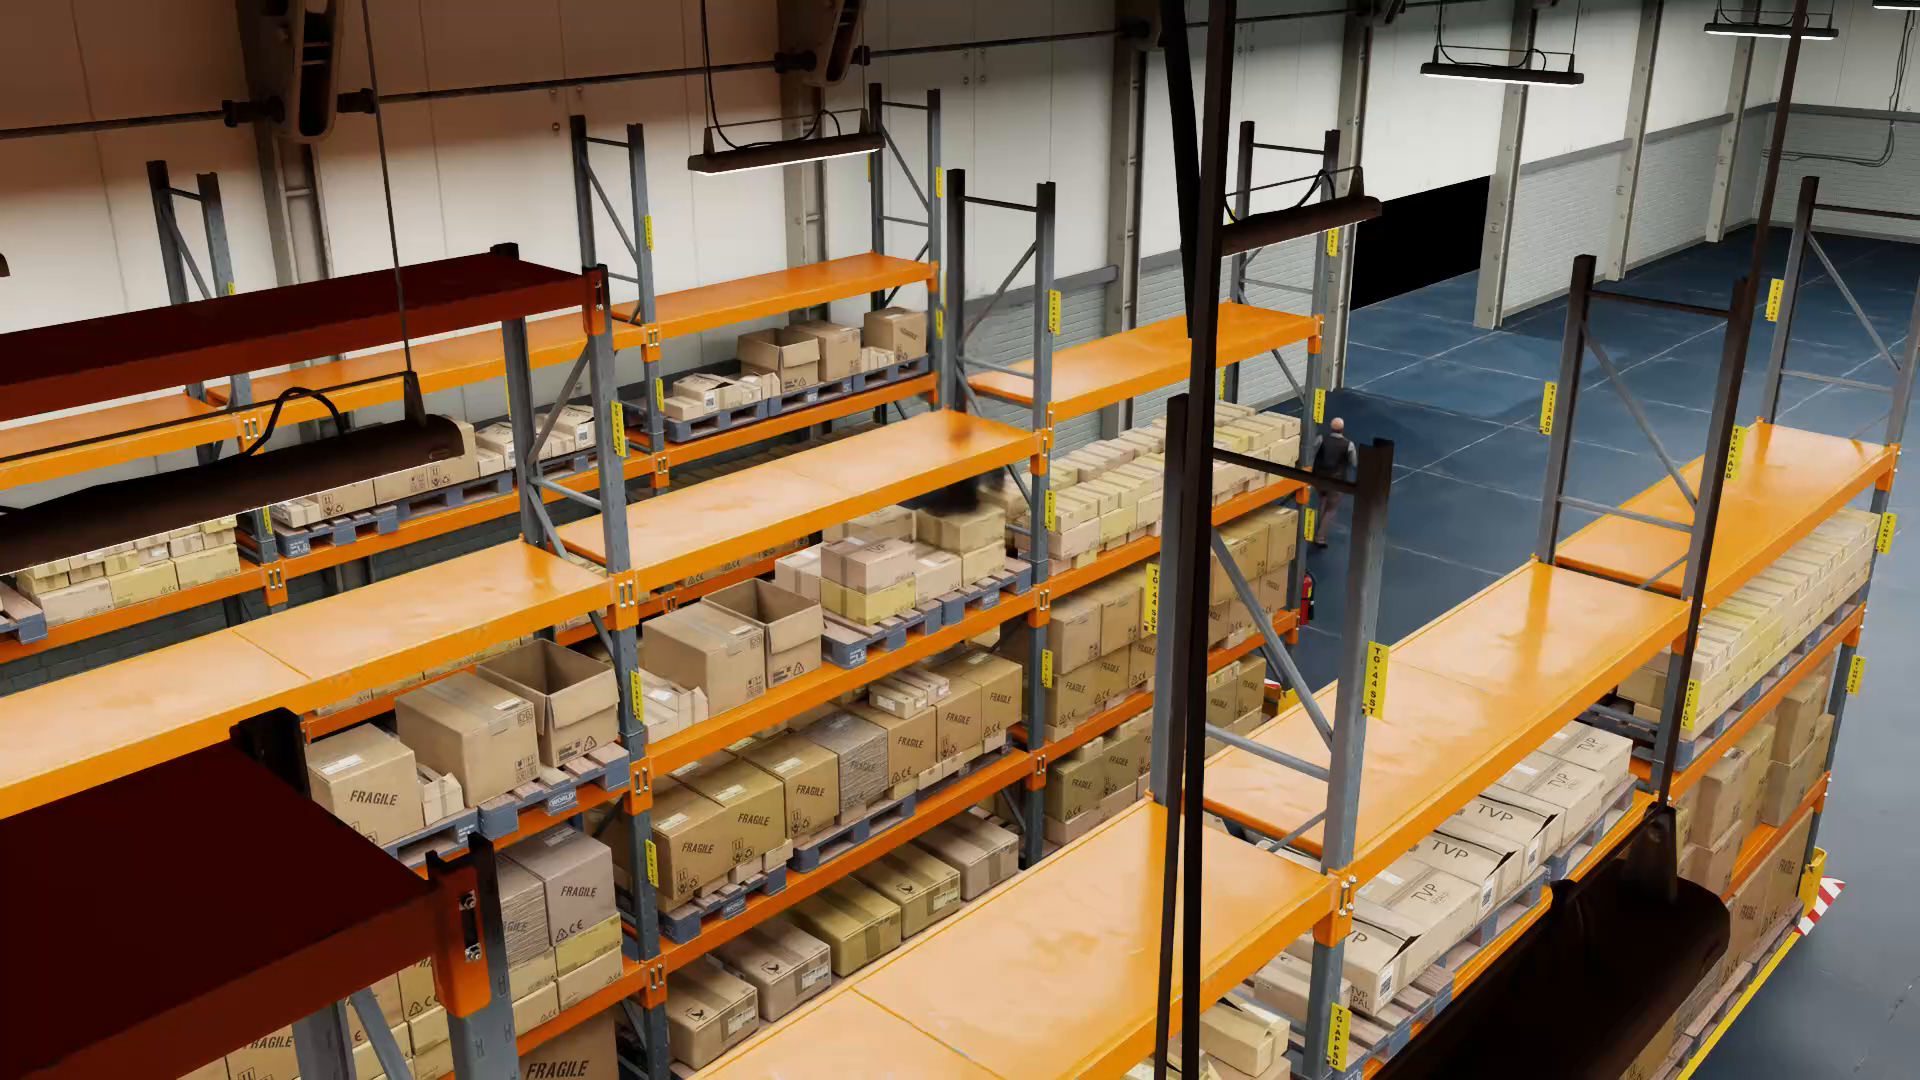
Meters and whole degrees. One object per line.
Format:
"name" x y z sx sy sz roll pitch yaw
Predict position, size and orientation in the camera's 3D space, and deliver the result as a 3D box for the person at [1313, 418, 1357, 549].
"person" 4.779 -0.742 21.565 0.682 1.711 0.808 9 23 22
